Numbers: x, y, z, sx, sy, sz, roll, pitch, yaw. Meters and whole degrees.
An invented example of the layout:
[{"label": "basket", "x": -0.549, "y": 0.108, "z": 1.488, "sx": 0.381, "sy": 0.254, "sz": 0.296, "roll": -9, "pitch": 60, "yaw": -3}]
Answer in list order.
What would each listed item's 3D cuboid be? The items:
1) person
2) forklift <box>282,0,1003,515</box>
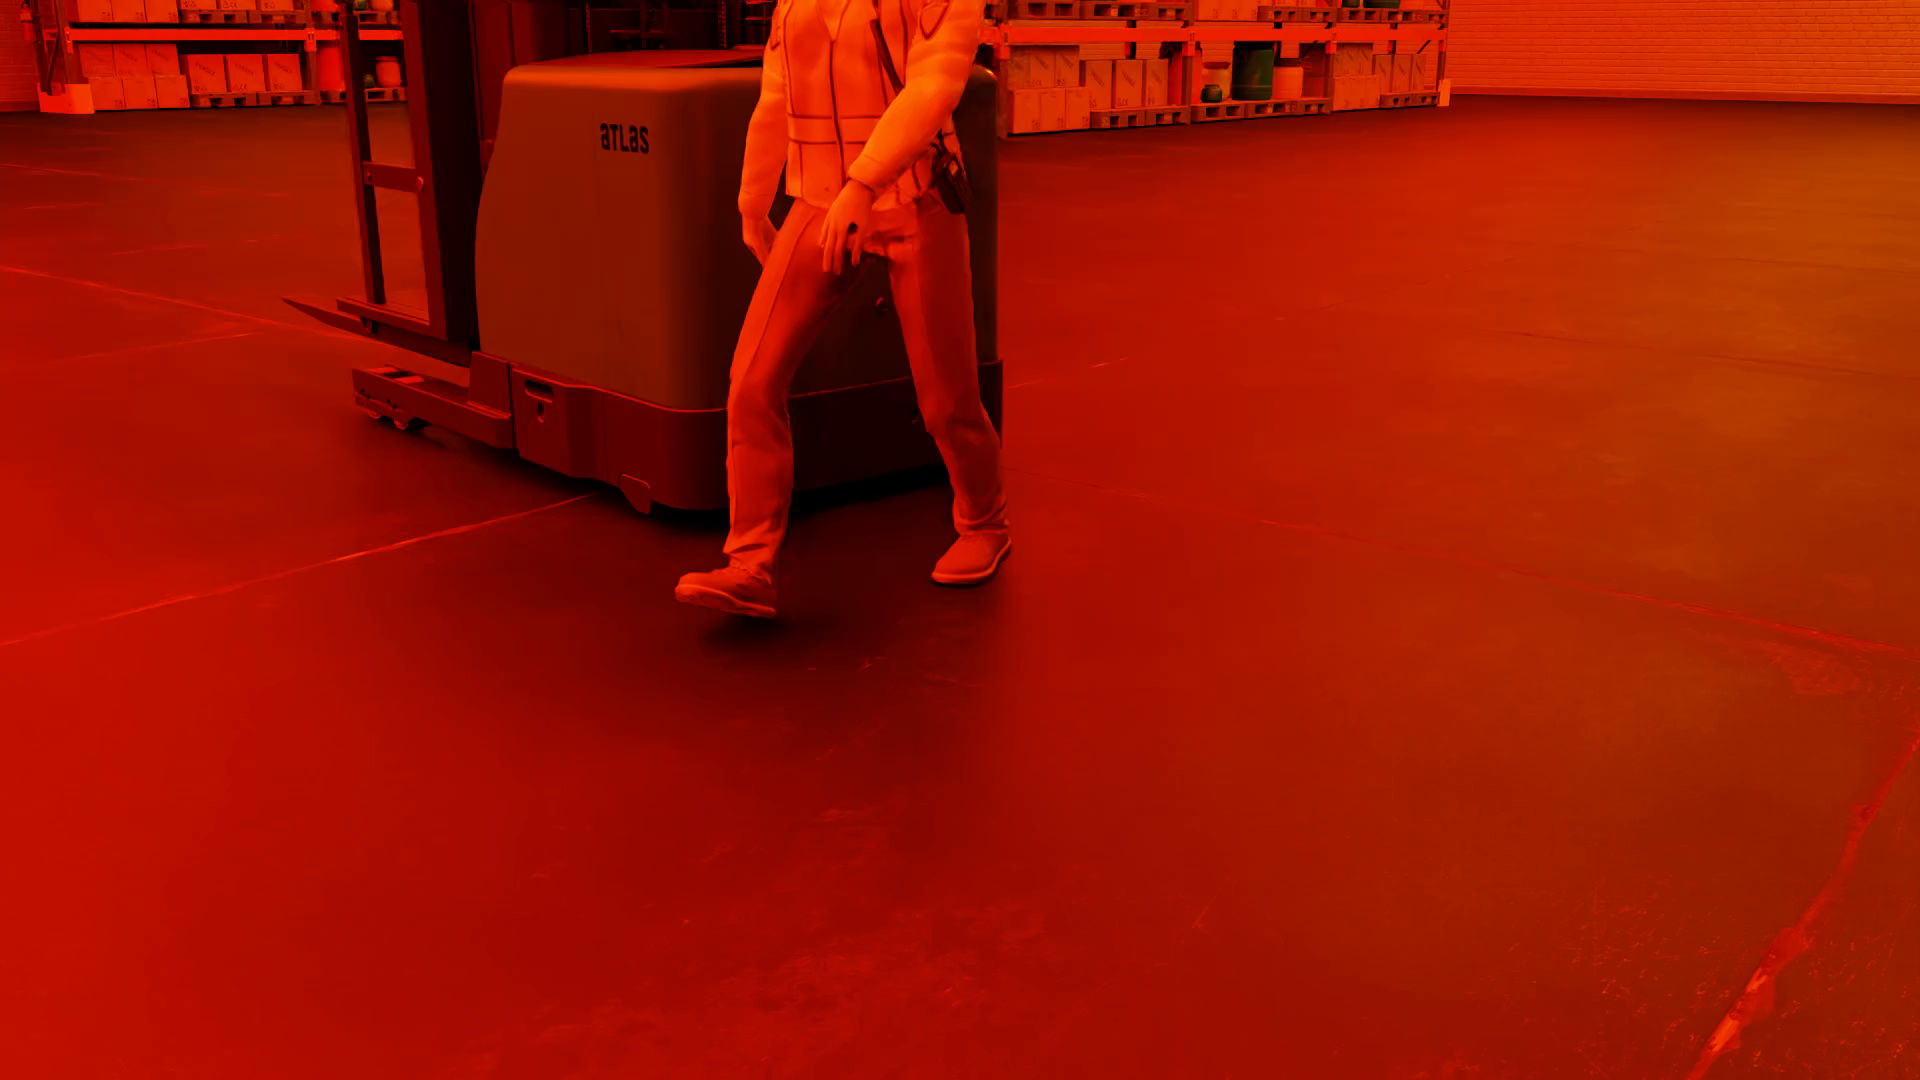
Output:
[{"label": "person", "x": -0.240, "y": -0.636, "z": 3.313, "sx": 0.608, "sy": 1.605, "sz": 0.839, "roll": 8, "pitch": 18, "yaw": 24}, {"label": "forklift", "x": -1.239, "y": -1.820, "z": 4.892, "sx": 1.130, "sy": 2.935, "sz": 3.031, "roll": -14, "pitch": 22, "yaw": -40}]
